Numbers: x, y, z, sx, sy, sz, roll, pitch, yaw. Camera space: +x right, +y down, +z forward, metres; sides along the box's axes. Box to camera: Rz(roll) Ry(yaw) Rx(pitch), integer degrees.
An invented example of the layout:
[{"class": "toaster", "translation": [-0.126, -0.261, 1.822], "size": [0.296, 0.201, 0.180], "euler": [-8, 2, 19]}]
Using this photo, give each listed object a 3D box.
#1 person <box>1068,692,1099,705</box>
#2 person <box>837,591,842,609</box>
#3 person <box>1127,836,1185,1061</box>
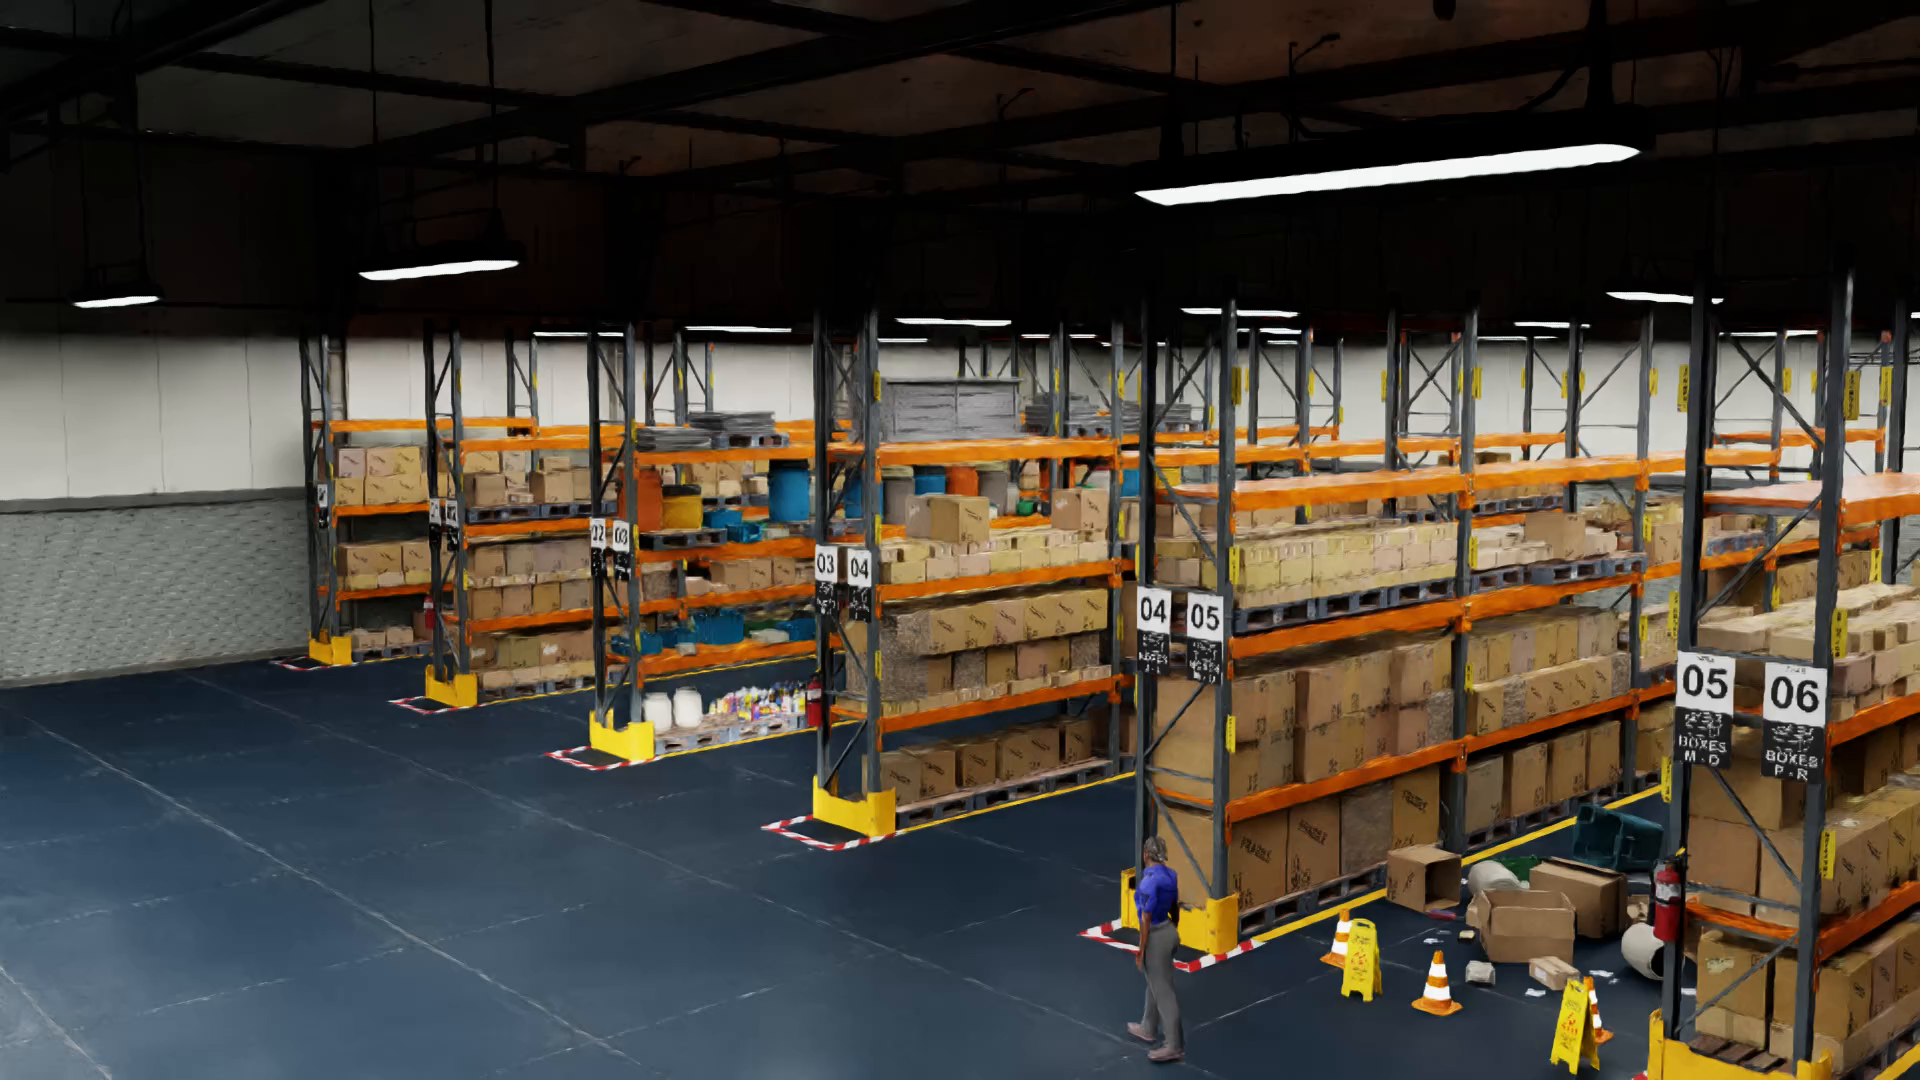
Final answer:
[{"class": "person", "translation": [1.840, 1.774, 25.982], "size": [1.037, 1.517, 0.417], "euler": [-5, 8, -40]}, {"class": "person", "translation": [-2.622, 0.868, 34.162], "size": [0.682, 1.715, 0.536], "euler": [6, 8, 45]}, {"class": "person", "translation": [1.482, 3.063, 12.685], "size": [0.599, 1.643, 0.593], "euler": [3, 7, 30]}]
